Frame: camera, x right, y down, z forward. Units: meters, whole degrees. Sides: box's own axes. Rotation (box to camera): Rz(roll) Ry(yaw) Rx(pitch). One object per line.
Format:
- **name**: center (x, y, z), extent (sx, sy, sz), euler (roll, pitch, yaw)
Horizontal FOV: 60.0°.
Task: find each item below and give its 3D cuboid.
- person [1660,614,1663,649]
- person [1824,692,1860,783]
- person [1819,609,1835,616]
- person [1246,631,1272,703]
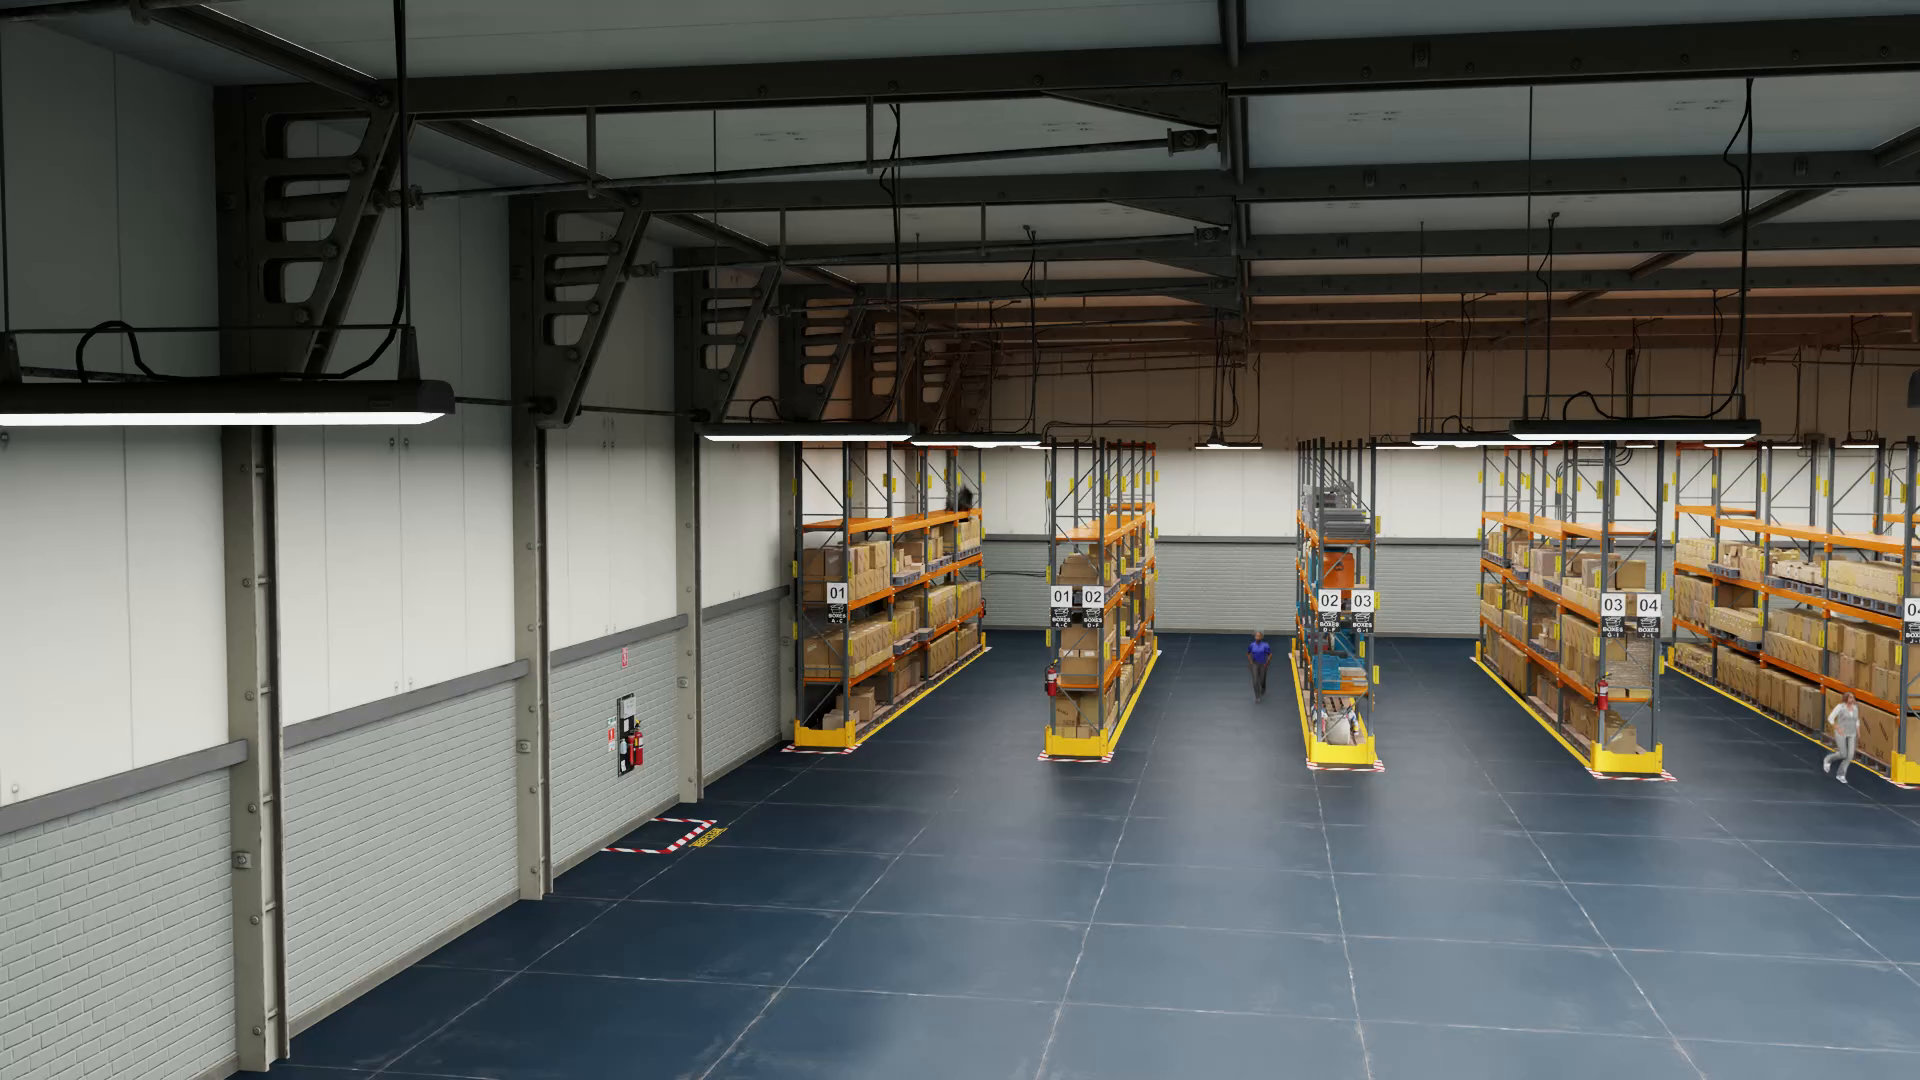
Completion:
- **person**: center (19.094, 2.519, 45.683), extent (0.546, 1.654, 0.587), euler (0, 3, -8)
- **person**: center (15.443, 3.423, 29.047), extent (0.548, 1.572, 0.555), euler (0, 3, -7)
- **person**: center (23.567, 2.470, 45.295), extent (0.870, 1.744, 0.760), euler (1, 3, 13)
- **person**: center (6.836, 2.893, 38.116), extent (0.575, 1.608, 0.719), euler (1, 3, 15)
